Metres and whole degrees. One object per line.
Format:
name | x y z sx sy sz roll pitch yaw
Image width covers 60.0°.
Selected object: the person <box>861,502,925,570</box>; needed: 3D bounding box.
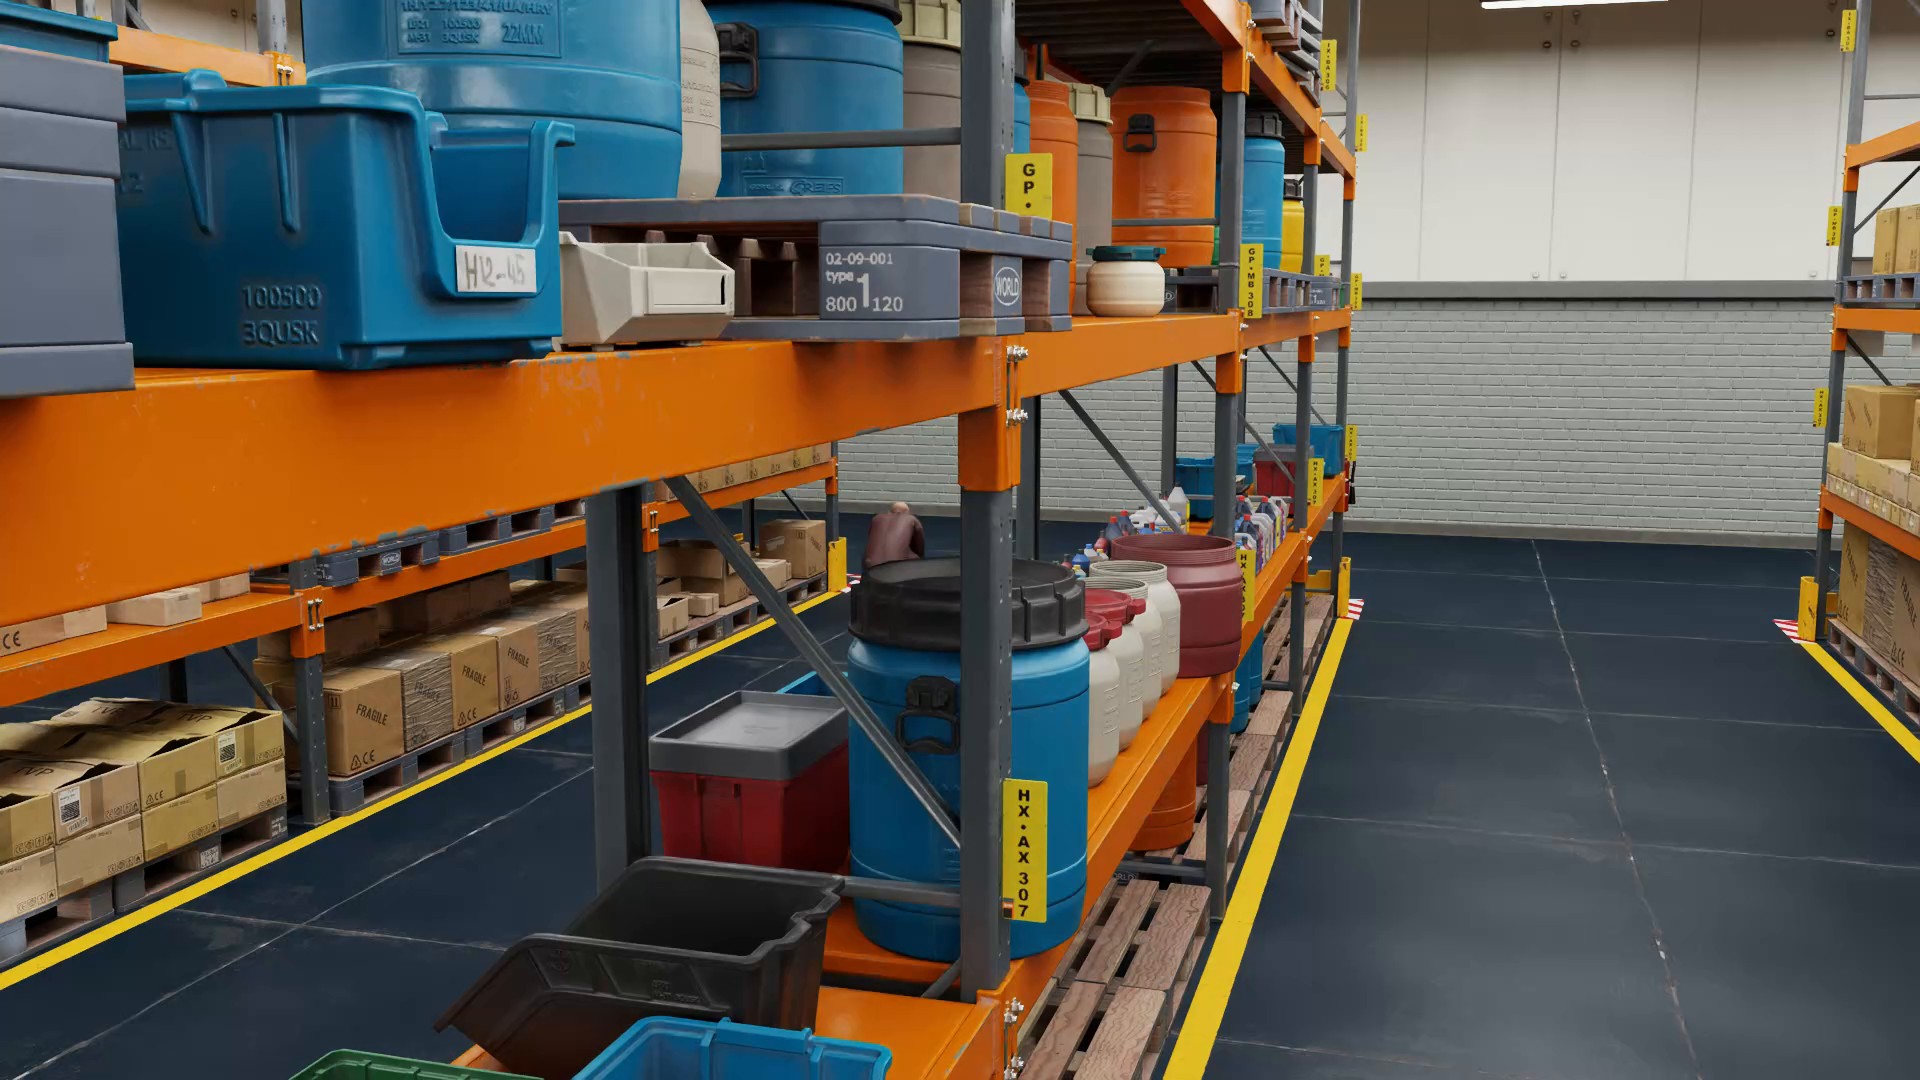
person | -0.600 0.195 15.360 0.580 0.975 0.948 2 8 15
